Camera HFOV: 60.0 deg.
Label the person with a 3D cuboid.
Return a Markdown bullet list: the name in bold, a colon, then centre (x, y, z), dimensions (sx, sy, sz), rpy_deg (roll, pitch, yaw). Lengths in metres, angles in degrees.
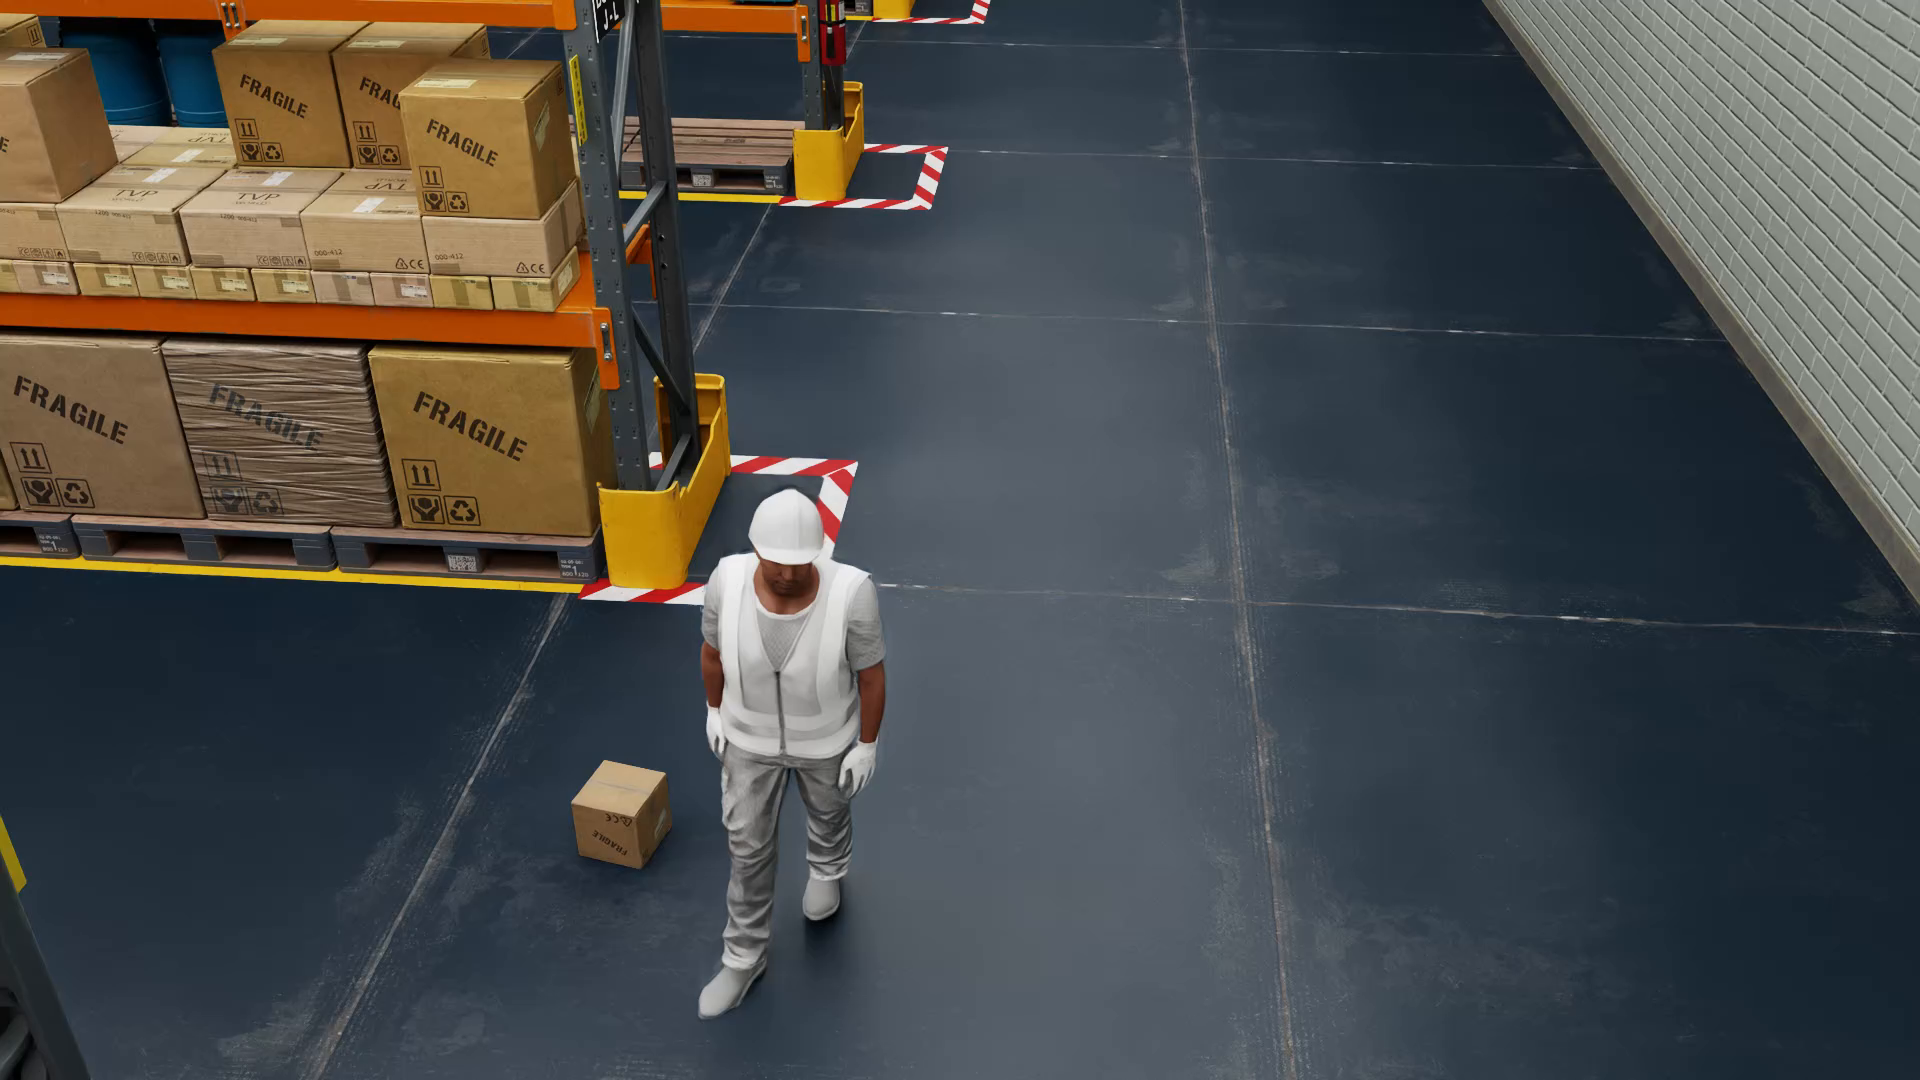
- **person**: centre (-0.529, 0.608, 5.141), dimensions (0.611, 1.807, 0.698), rpy_deg (1, 32, 2)
